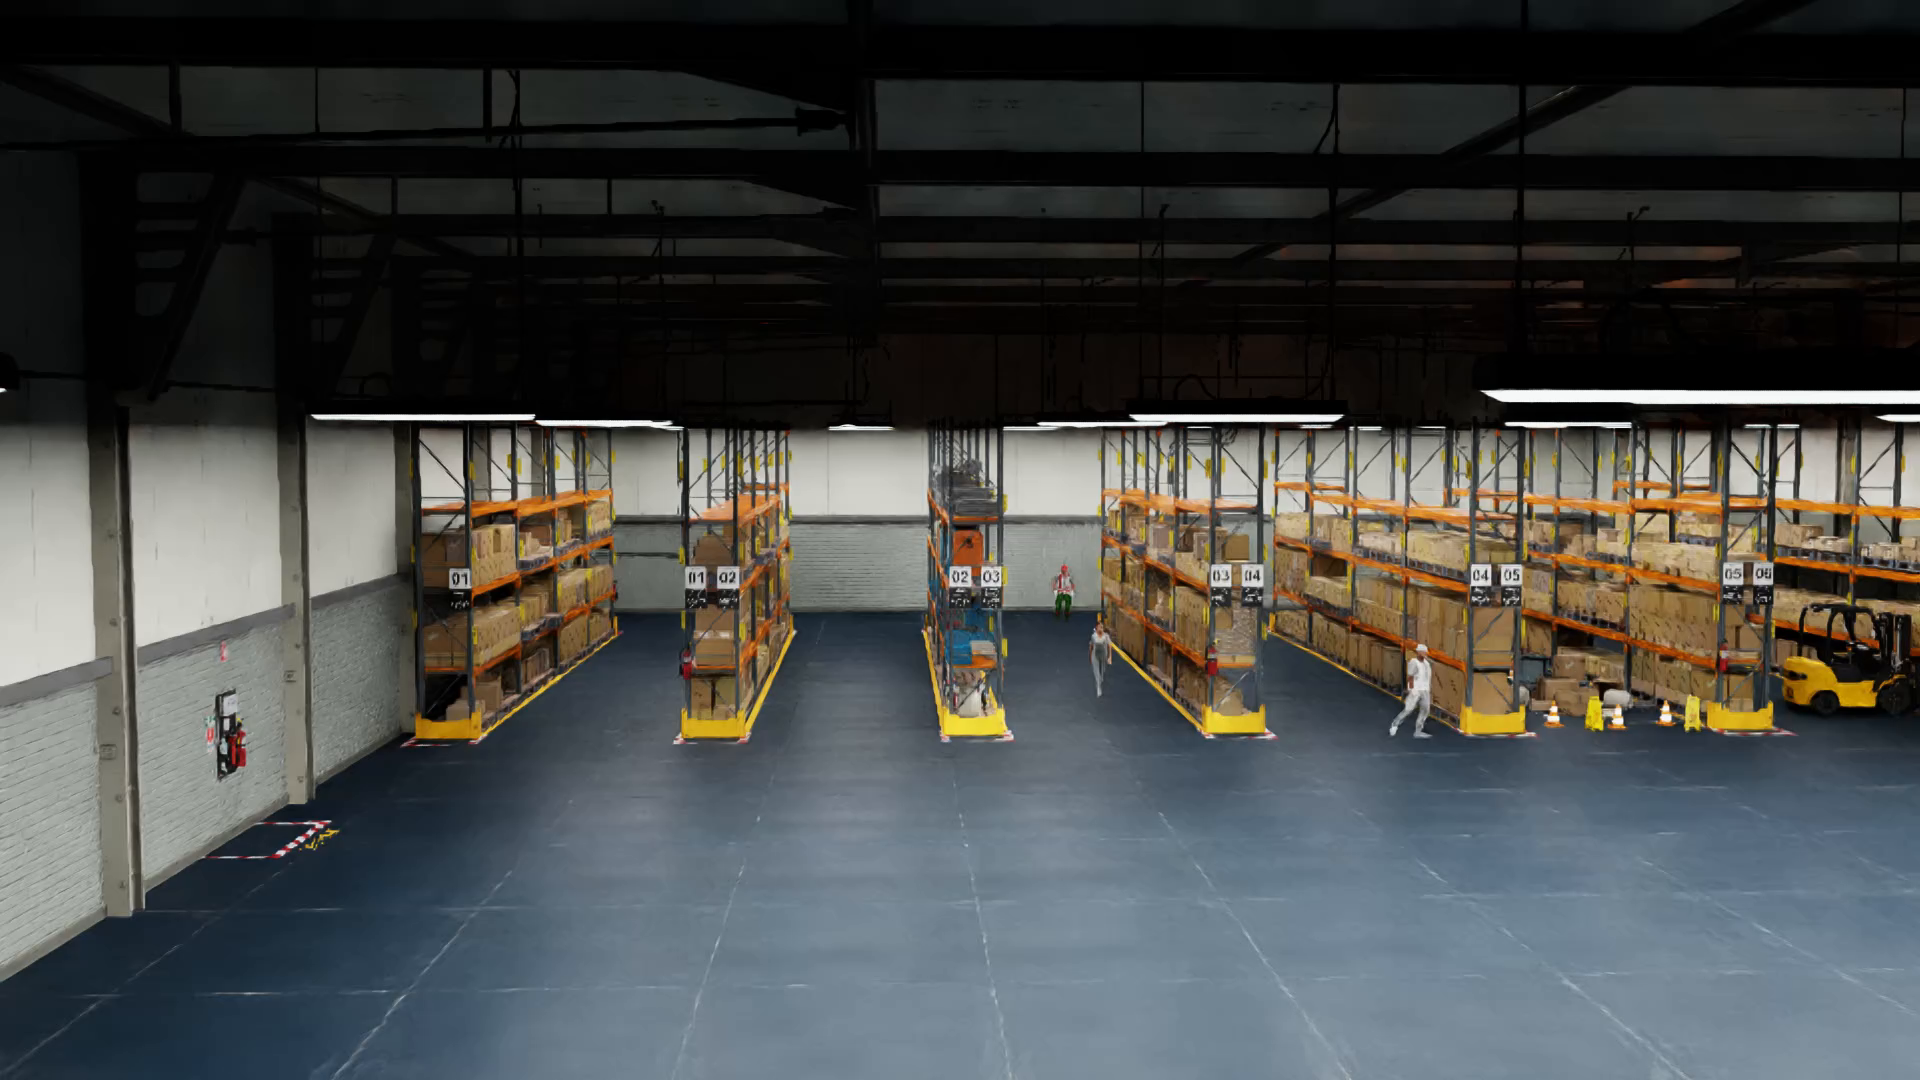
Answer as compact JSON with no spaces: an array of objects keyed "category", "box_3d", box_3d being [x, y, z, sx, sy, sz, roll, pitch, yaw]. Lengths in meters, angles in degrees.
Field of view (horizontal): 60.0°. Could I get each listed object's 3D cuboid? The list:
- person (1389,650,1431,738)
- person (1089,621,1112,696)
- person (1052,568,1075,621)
[{"category":"person","box_3d":[8.429,2.880,31.118,0.751,1.632,0.591,-3,5,-36]},{"category":"person","box_3d":[3.063,2.553,36.170,0.453,1.611,1.019,0,4,-4]},{"category":"person","box_3d":[3.119,1.619,50.090,0.677,1.694,0.515,0,4,-3]}]
